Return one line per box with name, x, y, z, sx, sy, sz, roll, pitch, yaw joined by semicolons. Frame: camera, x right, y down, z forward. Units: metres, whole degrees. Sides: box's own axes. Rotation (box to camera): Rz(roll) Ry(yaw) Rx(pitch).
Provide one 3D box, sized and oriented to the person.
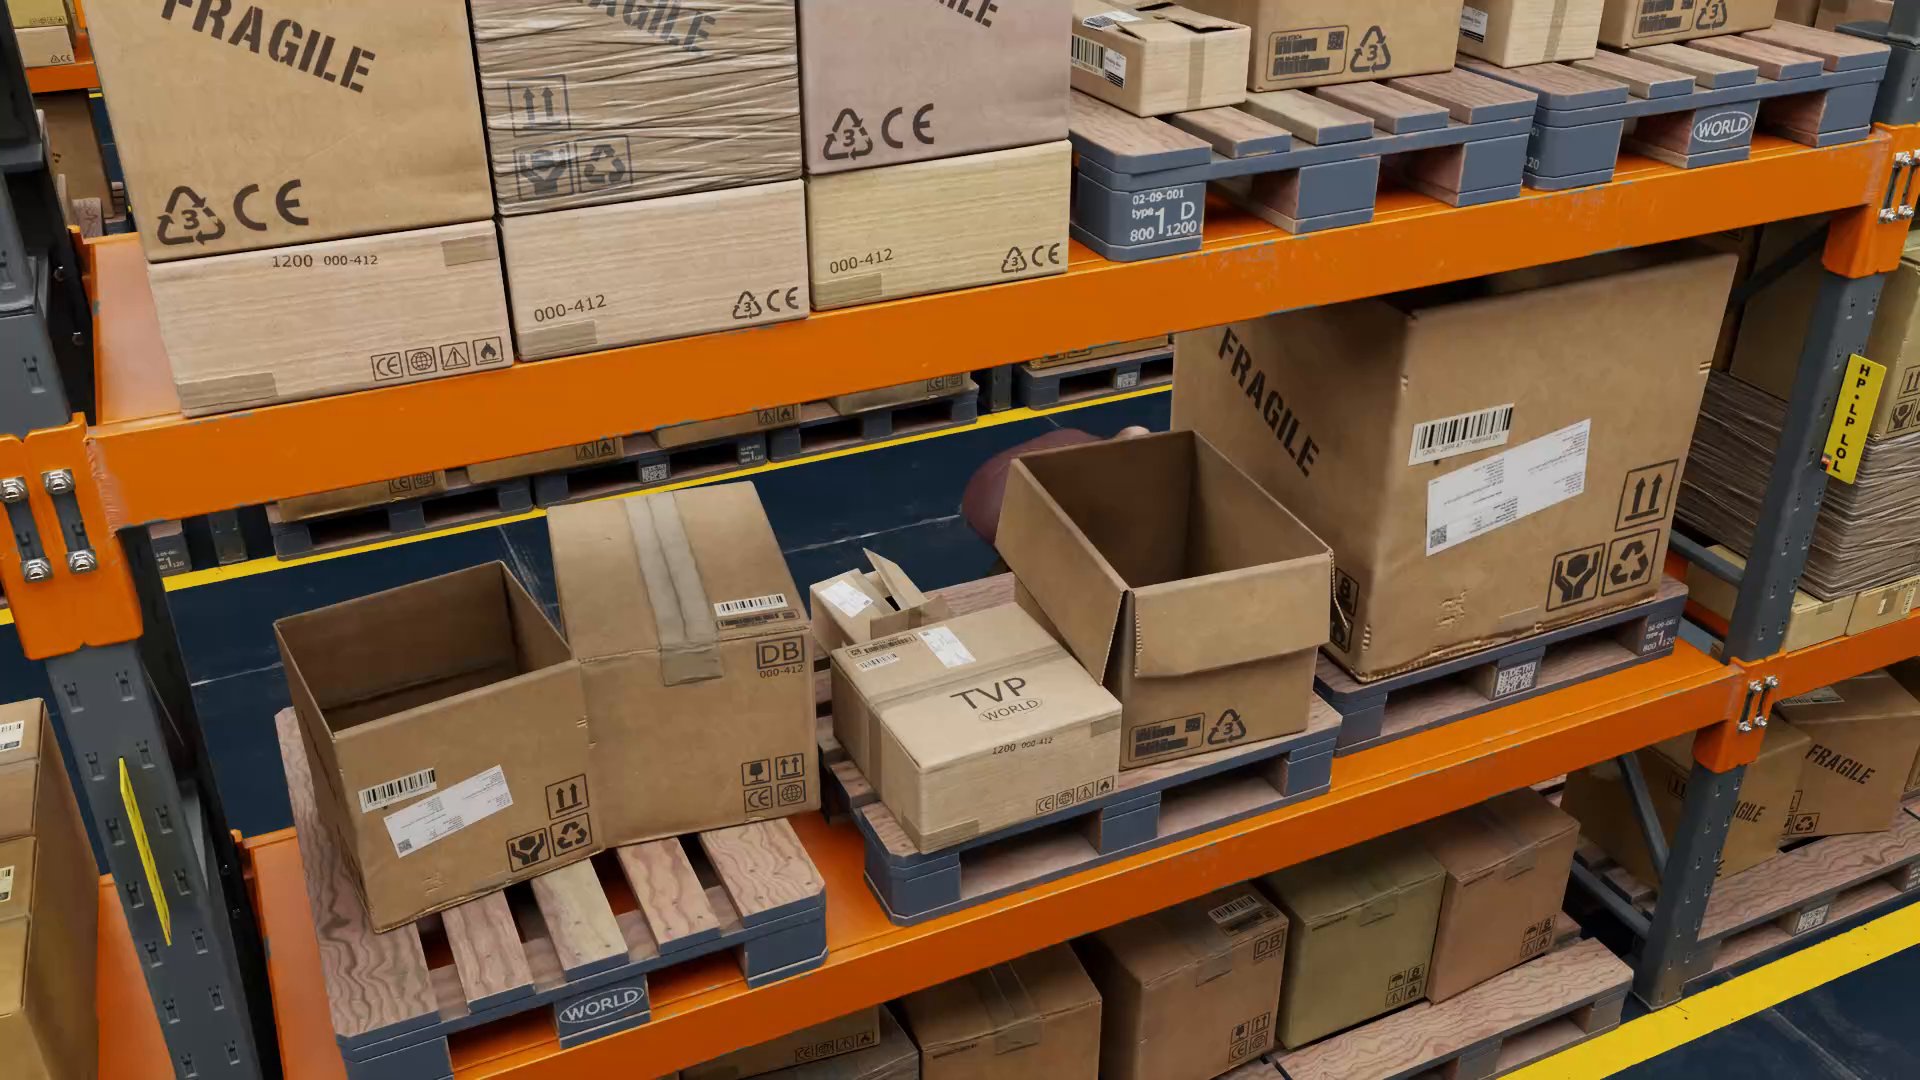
person;0.446;-0.056;7.265;0.947;0.824;0.580;-14;32;-23
